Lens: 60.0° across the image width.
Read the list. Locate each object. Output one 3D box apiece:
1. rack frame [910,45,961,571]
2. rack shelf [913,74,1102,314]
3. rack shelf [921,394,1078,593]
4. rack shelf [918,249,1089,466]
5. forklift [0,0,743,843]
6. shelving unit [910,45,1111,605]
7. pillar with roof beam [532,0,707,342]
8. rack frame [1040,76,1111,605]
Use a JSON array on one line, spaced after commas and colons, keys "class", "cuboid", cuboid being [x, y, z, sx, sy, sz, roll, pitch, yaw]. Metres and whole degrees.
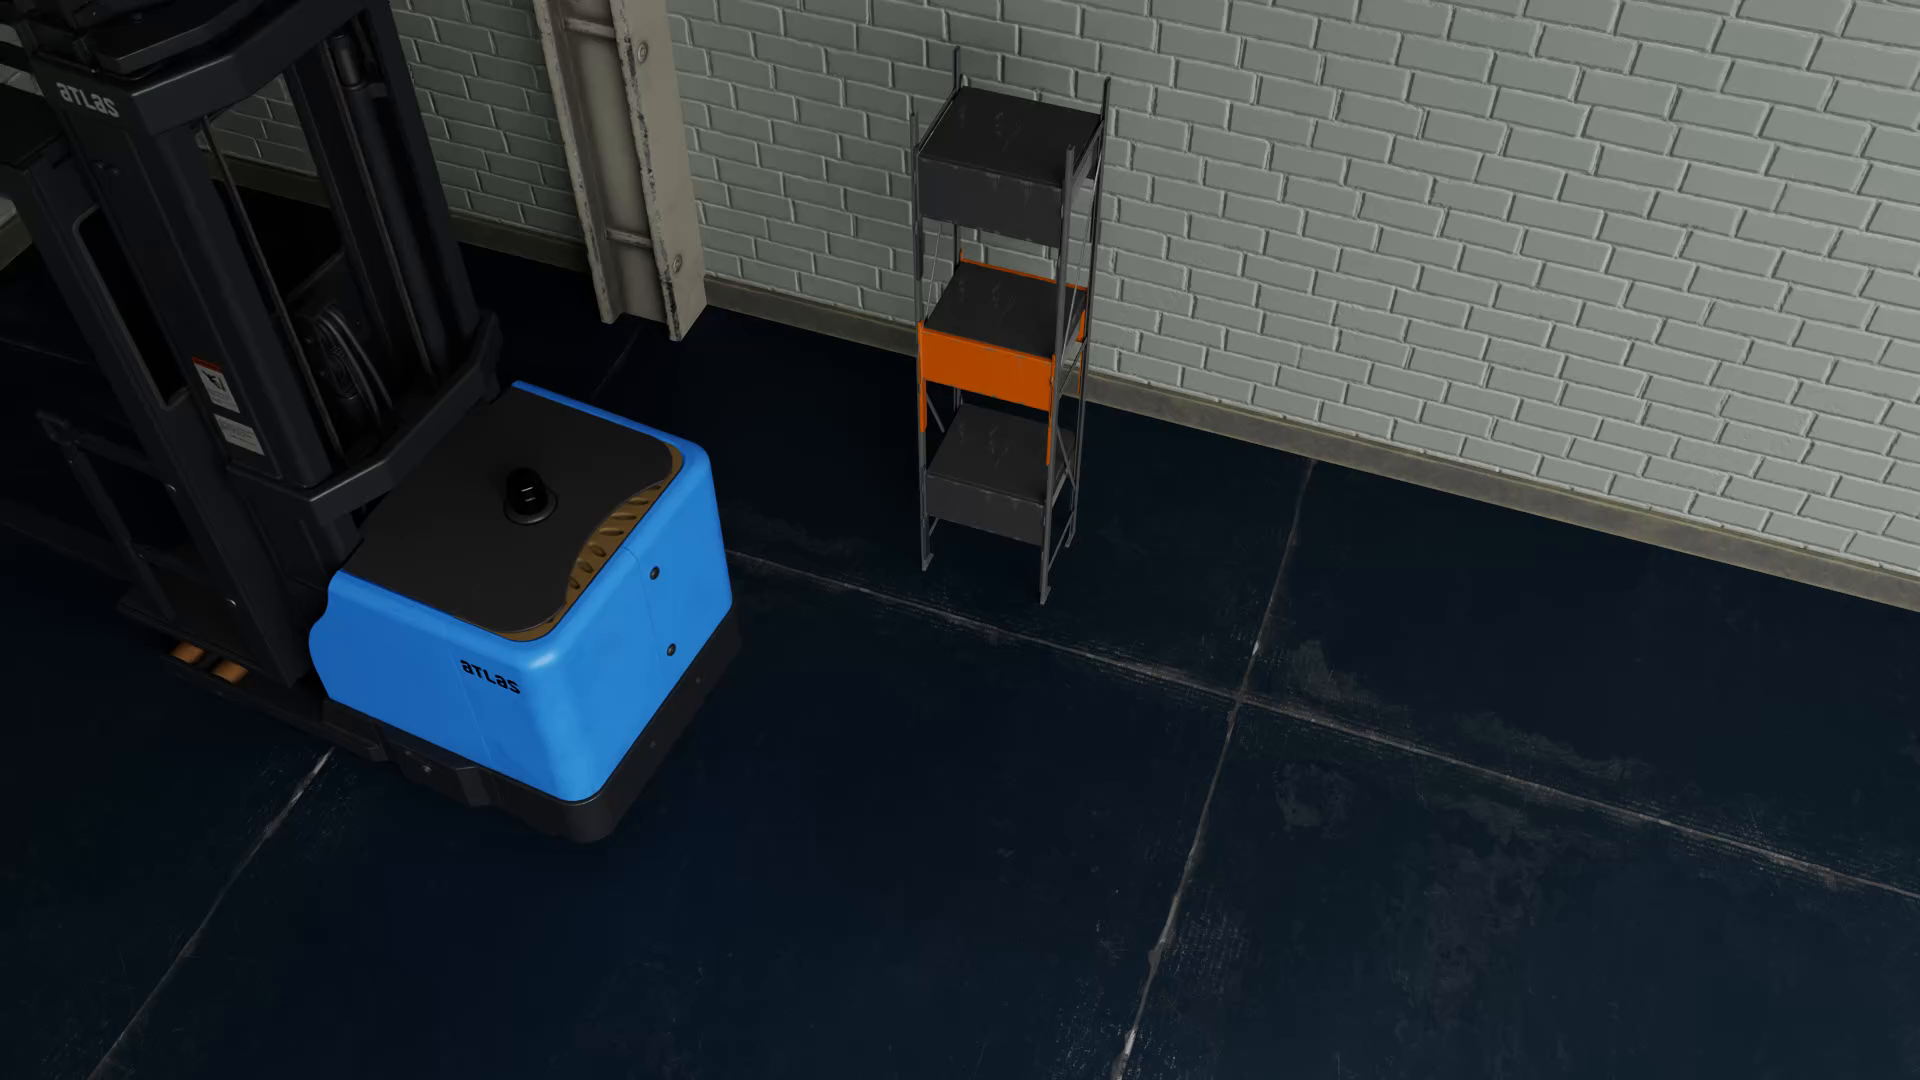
[{"class": "rack frame", "cuboid": [-0.074, -0.708, 5.841, 0.015, 2.100, 0.400, 16, 51, 13]}, {"class": "rack shelf", "cuboid": [0.155, -1.094, 5.267, 0.480, 0.518, 0.431, 16, 51, 13]}, {"class": "rack shelf", "cuboid": [0.155, -0.177, 6.325, 0.480, 0.518, 0.431, 16, 51, 13]}, {"class": "rack shelf", "cuboid": [0.155, -0.635, 5.796, 0.480, 0.518, 0.431, 16, 51, 13]}, {"class": "forklift", "cuboid": [-2.365, -0.707, 5.290, 3.031, 2.935, 1.130, 20, 52, 16]}, {"class": "shelving unit", "cuboid": [0.155, -0.644, 5.786, 0.503, 2.100, 0.431, 16, 51, 13]}, {"class": "pillar with roof beam", "cuboid": [-2.868, -0.935, 1.472, 0.400, 9.000, 9.100, 16, 51, 13]}, {"class": "rack frame", "cuboid": [0.384, -0.580, 5.730, 0.015, 2.100, 0.400, 16, 51, 13]}]
